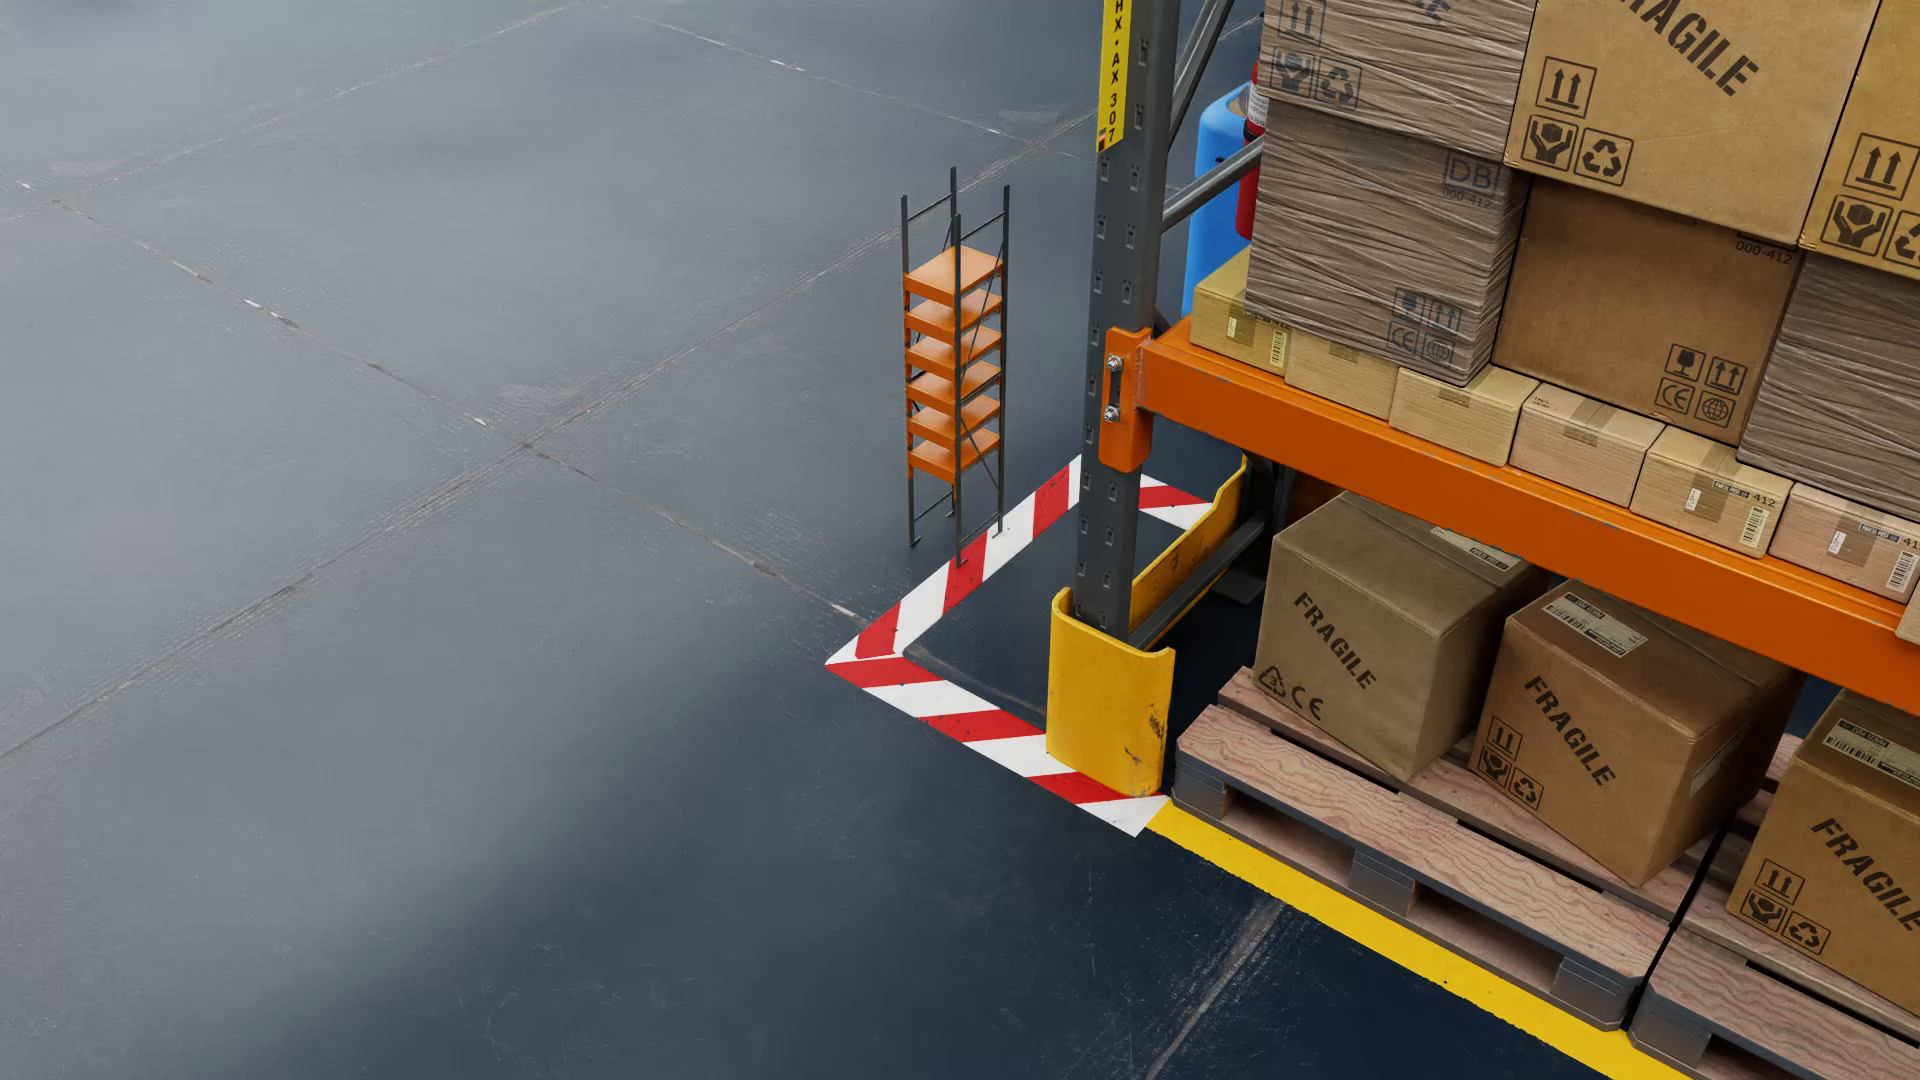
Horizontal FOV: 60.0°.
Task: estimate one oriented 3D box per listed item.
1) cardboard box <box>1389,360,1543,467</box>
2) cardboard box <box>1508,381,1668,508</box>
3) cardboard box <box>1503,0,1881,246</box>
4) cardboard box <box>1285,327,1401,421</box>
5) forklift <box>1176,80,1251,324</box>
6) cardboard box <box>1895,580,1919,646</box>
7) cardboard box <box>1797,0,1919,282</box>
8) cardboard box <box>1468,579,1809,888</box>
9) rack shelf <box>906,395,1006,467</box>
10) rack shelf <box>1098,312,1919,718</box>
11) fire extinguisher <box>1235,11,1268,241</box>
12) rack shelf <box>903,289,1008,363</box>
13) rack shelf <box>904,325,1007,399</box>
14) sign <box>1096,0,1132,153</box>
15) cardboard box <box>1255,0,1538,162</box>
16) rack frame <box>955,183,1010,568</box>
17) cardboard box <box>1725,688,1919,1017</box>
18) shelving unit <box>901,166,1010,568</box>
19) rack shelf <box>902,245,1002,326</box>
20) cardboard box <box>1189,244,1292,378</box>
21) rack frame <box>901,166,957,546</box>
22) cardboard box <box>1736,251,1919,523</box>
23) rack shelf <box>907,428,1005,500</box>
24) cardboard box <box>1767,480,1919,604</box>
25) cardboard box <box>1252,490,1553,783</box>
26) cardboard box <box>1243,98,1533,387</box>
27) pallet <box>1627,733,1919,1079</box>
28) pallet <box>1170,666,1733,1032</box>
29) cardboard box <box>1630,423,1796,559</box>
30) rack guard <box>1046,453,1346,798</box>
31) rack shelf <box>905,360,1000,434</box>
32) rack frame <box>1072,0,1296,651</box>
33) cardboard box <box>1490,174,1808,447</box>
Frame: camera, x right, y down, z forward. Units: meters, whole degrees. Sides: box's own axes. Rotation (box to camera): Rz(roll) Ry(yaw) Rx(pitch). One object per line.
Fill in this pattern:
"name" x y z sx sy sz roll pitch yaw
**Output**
"cardboard box" 1.097 -0.337 3.451 0.250 0.149 0.380 25 45 29
"cardboard box" 1.308 -0.254 3.345 0.250 0.149 0.380 25 45 29
"cardboard box" 1.303 -0.884 2.812 0.500 0.500 0.500 25 45 29
"cardboard box" 0.907 -0.438 3.580 0.250 0.149 0.380 25 45 29
"forklift" 2.217 -1.338 4.581 3.031 2.935 1.130 26 45 29
"cardboard box" 1.853 0.068 2.934 0.250 0.149 0.380 25 45 29
"cardboard box" 1.701 -0.697 2.574 0.500 0.500 0.500 25 45 29
"cardboard box" 1.620 0.404 3.987 0.500 0.500 0.500 -25 45 -29
"rack shelf" -0.012 -0.349 4.988 0.180 0.103 0.258 25 45 29
"rack shelf" 2.227 0.169 3.185 4.000 0.370 1.077 25 45 29
"fire extinguisher" 0.828 -1.102 4.287 0.183 0.674 0.296 25 45 29
"rack shelf" -0.012 -0.632 4.767 0.180 0.103 0.258 25 45 29
"rack shelf" -0.012 -0.538 4.841 0.180 0.103 0.258 25 45 29
"sign" 0.309 -0.939 3.314 0.005 0.325 0.100 25 45 29
"cardboard box" 0.910 -1.074 3.056 0.500 0.500 0.500 25 45 29
"rack frame" 0.061 -0.444 4.843 0.006 1.200 0.240 25 45 29
"cardboard box" 2.106 0.648 3.676 0.500 0.500 0.500 30 47 32
"shelving unit" -0.012 -0.478 4.887 0.189 1.200 0.258 25 45 29
"rack shelf" -0.012 -0.727 4.693 0.180 0.103 0.258 25 45 29
"cardboard box" 0.720 -0.541 3.712 0.250 0.149 0.380 25 45 29
"rack frame" -0.084 -0.512 4.931 0.006 1.200 0.240 25 45 29
"cardboard box" 1.900 -0.464 3.087 0.500 0.500 0.875 25 45 29
"rack shelf" -0.012 -0.254 5.062 0.180 0.103 0.258 25 45 29
"cardboard box" 1.717 -0.076 3.118 0.250 0.149 0.380 25 45 29
"cardboard box" 1.124 0.197 4.252 0.500 0.500 0.500 -29 46 -32
"cardboard box" 1.059 -0.801 3.517 0.500 0.500 0.875 25 45 29
"pallet" 2.288 1.041 3.749 1.213 0.211 1.003 25 45 29
"pallet" 1.323 0.584 4.332 1.213 0.211 1.003 25 45 29
"cardboard box" 1.502 -0.157 3.221 0.250 0.149 0.380 25 45 29
"rack guard" 0.699 0.149 4.654 0.348 0.500 1.175 25 45 29
"rack shelf" -0.012 -0.443 4.915 0.180 0.103 0.258 25 45 29
"rack frame" 0.639 -0.864 3.920 0.127 3.000 1.000 25 45 29
"cardboard box" 1.529 -0.672 3.353 0.500 0.500 0.875 25 45 29
